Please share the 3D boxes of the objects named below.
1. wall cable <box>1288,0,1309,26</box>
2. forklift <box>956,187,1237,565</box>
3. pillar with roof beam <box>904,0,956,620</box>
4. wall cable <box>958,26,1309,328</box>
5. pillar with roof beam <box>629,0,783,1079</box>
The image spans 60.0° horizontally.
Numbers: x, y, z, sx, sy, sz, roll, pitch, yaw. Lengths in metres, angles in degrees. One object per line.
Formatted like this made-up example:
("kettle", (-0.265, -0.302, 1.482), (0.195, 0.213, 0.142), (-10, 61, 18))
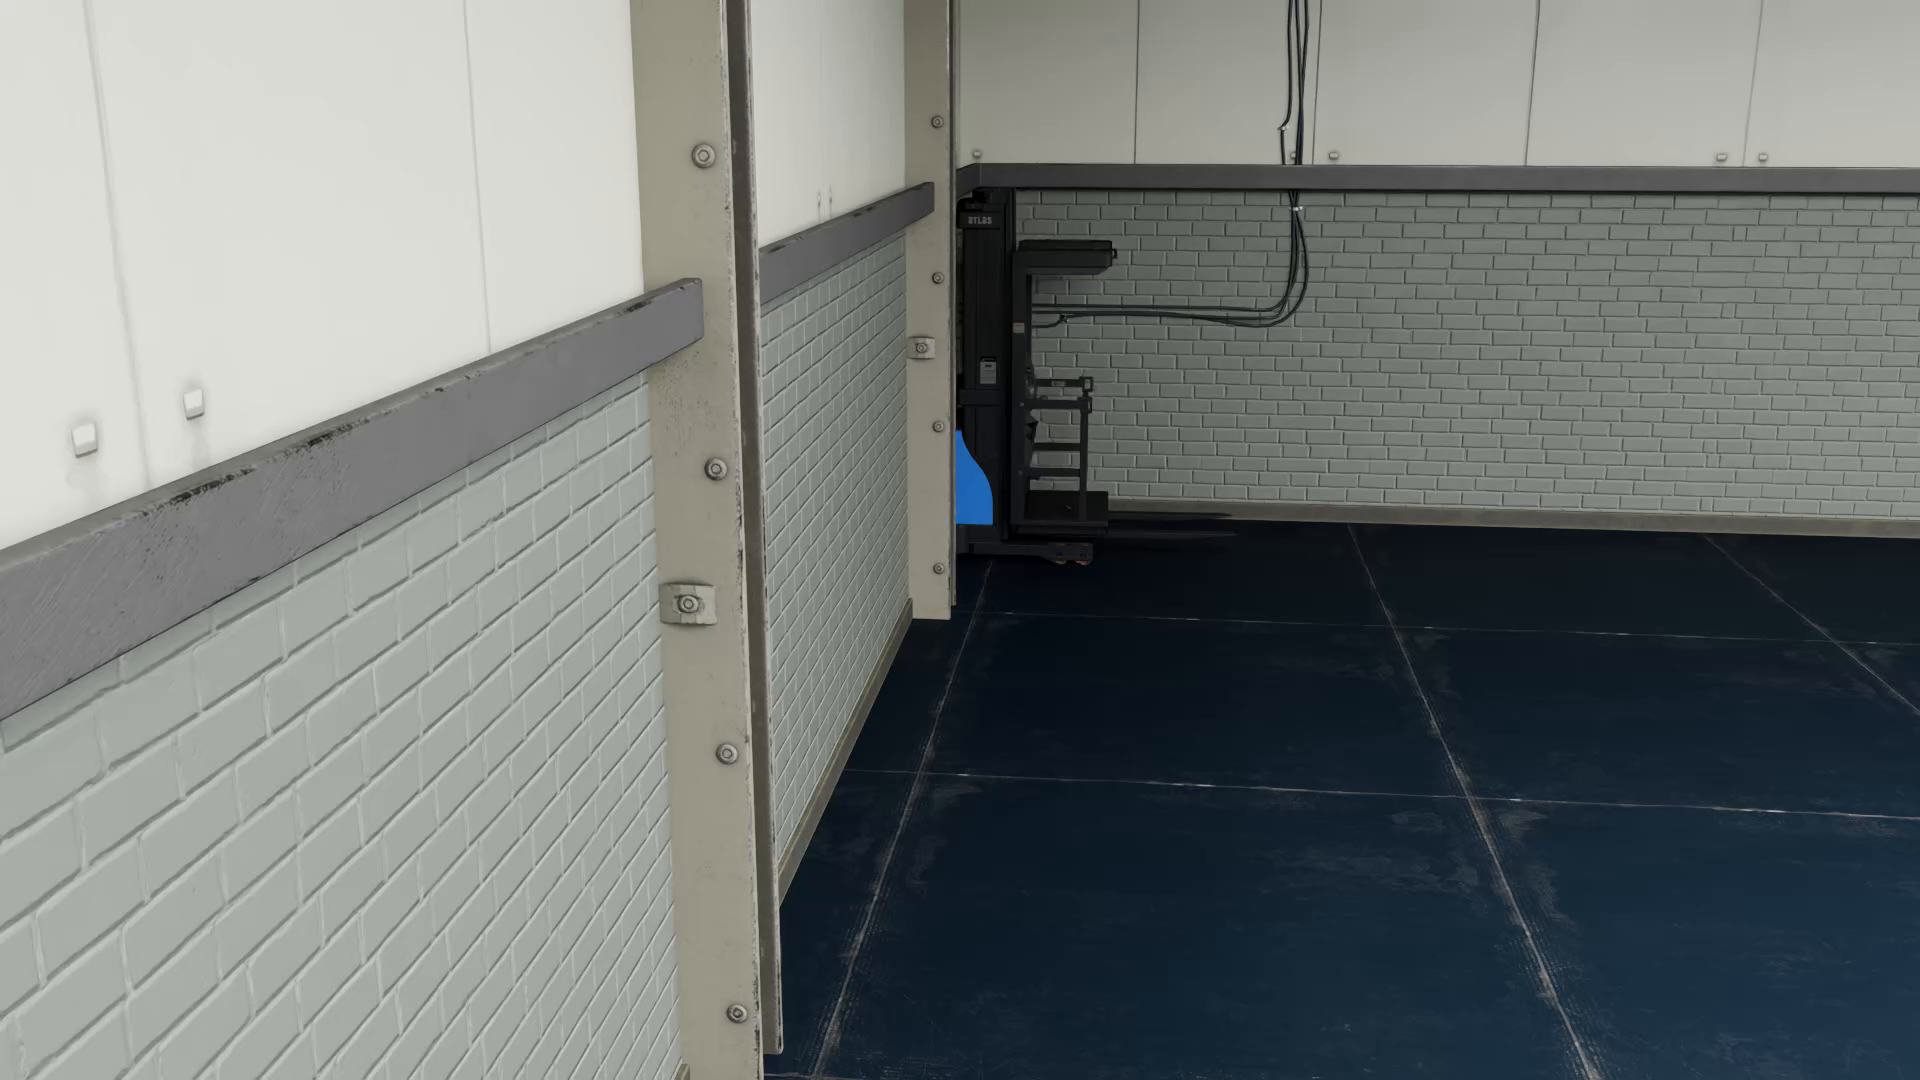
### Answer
("wall cable", (4.130, -5.409, 13.200), (3.097, 2.526, 0.112), (2, 15, 6))
("forklift", (0.759, -1.360, 13.578), (3.031, 2.935, 1.130), (1, 15, 5))
("pillar with roof beam", (4.073, -3.698, 10.598), (9.100, 9.000, 0.400), (2, 15, 6))
("wall cable", (1.442, -3.051, 14.154), (3.097, 2.526, 0.112), (2, 15, 6))
("pillar with roof beam", (3.396, -2.142, 4.843), (9.100, 9.000, 0.400), (2, 15, 6))
